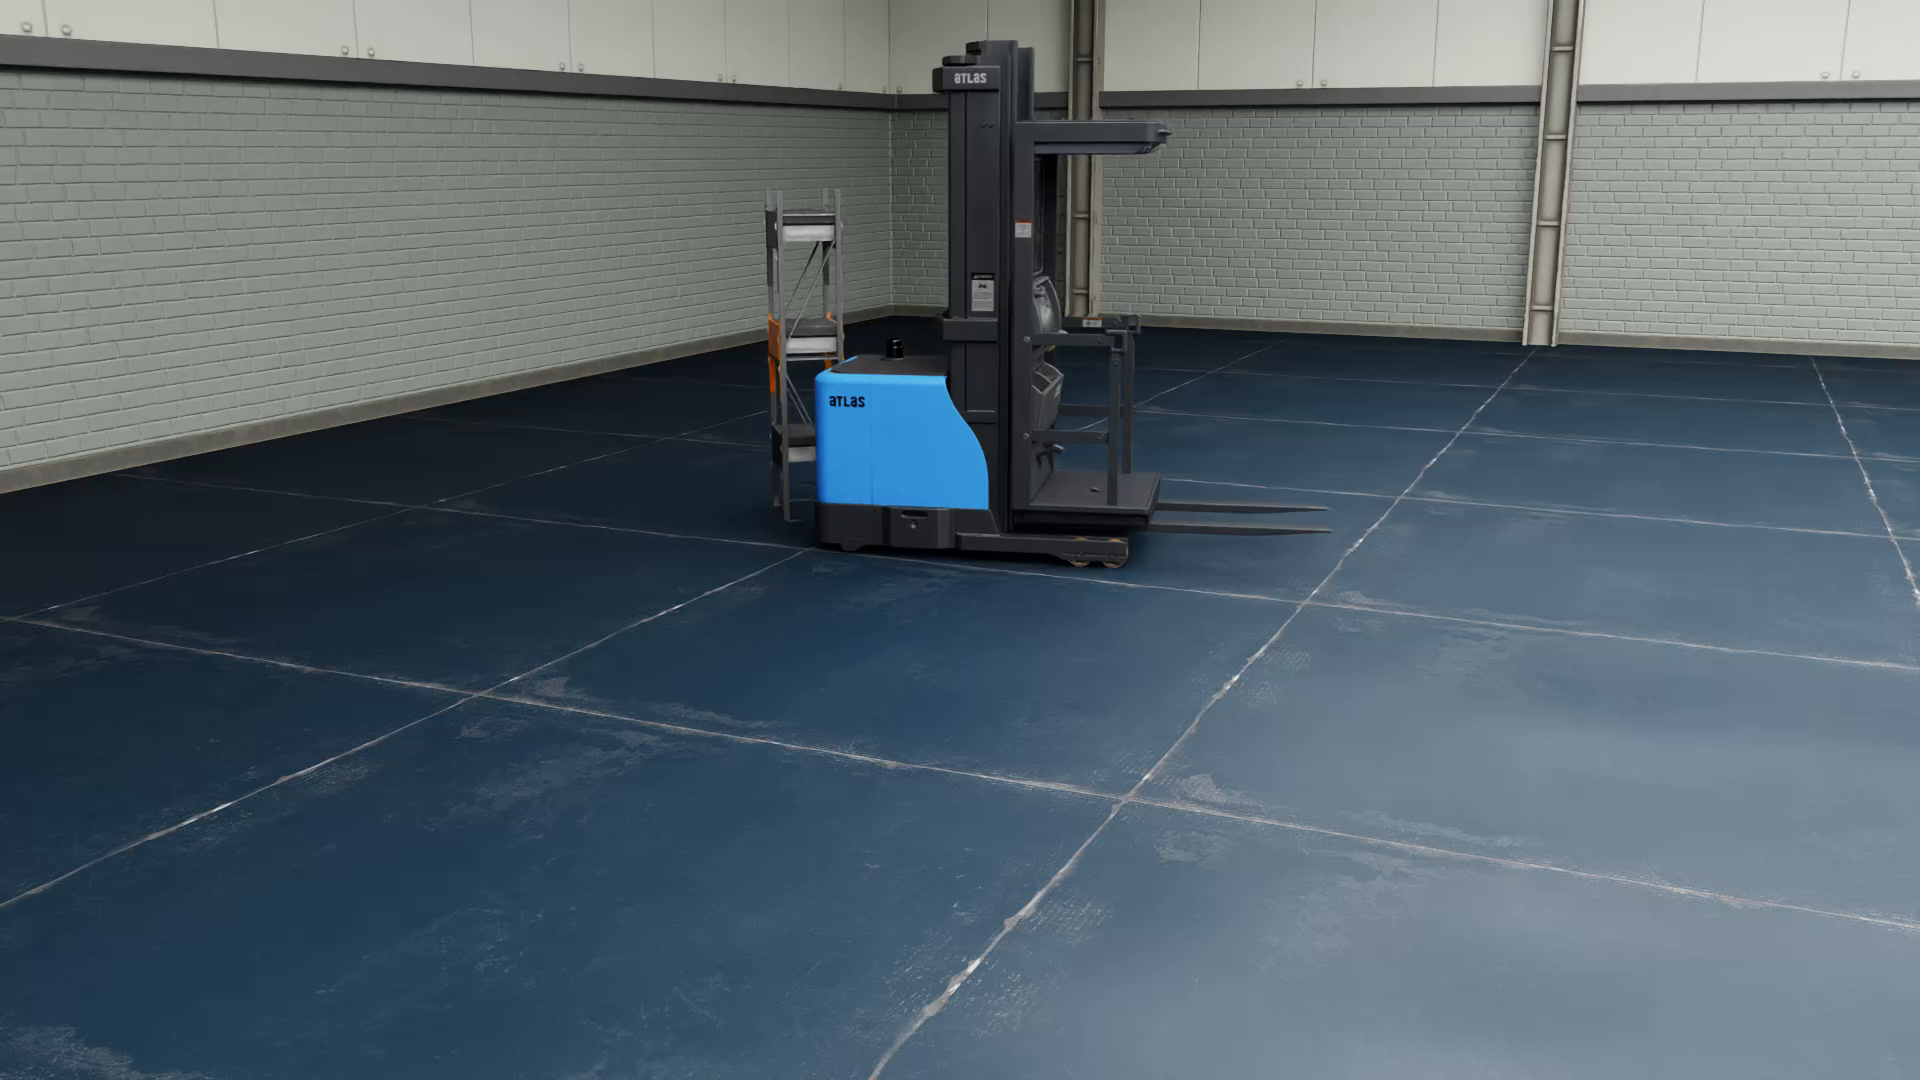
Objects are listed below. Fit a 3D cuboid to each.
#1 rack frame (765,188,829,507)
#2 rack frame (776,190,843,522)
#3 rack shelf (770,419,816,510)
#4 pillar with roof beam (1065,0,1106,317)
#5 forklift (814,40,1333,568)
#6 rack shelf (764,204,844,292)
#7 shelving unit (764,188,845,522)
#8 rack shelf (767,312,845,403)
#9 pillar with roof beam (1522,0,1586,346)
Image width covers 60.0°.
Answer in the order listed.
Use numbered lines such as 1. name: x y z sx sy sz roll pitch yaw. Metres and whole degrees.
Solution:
1. rack frame: -1.061 -1.258 11.015 0.400 2.100 0.015 -3 14 -14
2. rack frame: -0.941 -1.149 10.555 0.400 2.100 0.015 -3 14 -14
3. rack shelf: -1.002 -0.509 10.949 0.431 0.518 0.480 -3 14 -14
4. pillar with roof beam: -0.059 -6.456 18.070 0.400 9.000 9.100 6 14 23
5. forklift: 0.700 -1.398 9.796 3.031 2.935 1.130 2 13 10
6. rack shelf: -1.000 -1.871 10.626 0.431 0.518 0.480 -3 14 -14
7. shelving unit: -1.001 -1.204 10.785 0.431 2.100 0.503 -3 14 -14
8. rack shelf: -1.001 -1.190 10.788 0.431 0.518 0.480 -3 14 -14
9. pillar with roof beam: 5.427 -5.901 15.704 0.400 9.000 9.100 6 14 23
